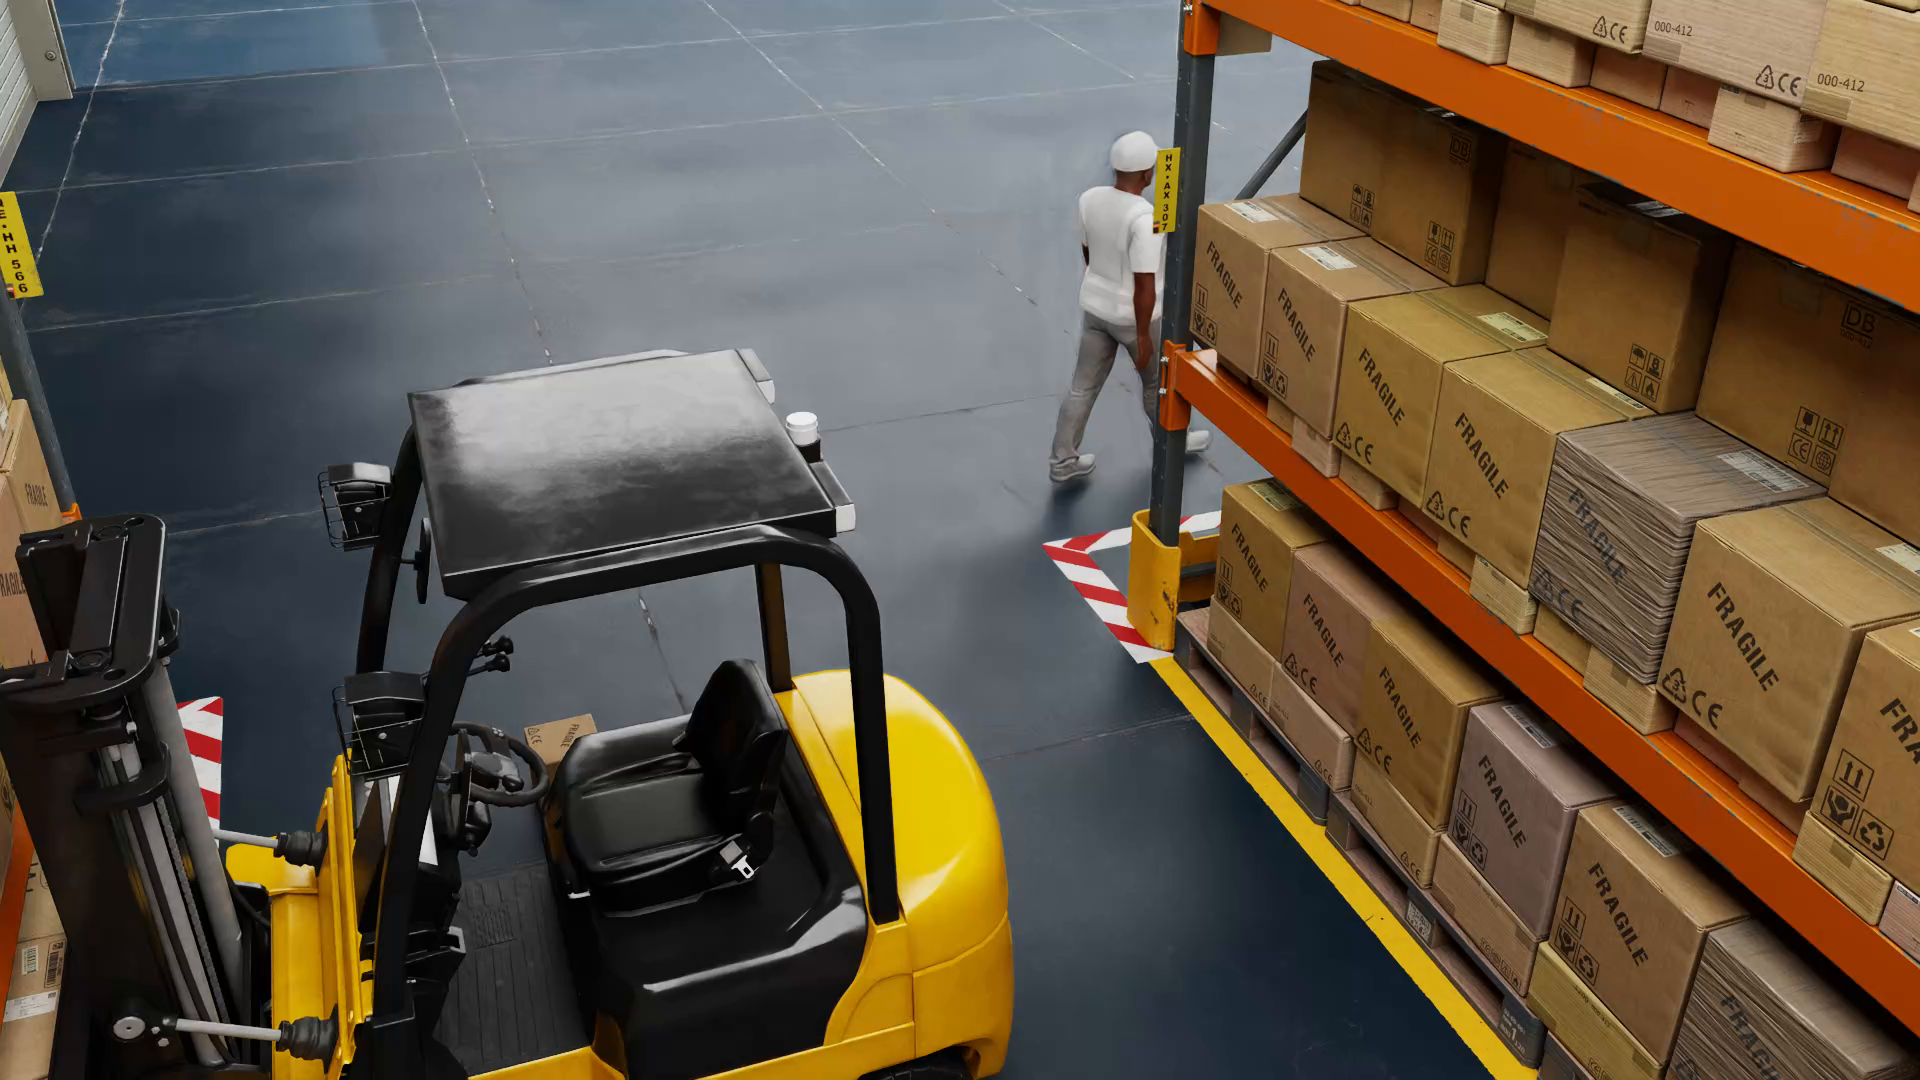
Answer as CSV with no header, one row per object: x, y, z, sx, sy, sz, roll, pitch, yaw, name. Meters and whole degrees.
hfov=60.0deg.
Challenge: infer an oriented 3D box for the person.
0.855,-1.158,8.100,0.953,1.719,0.595,-24,38,-36,person
